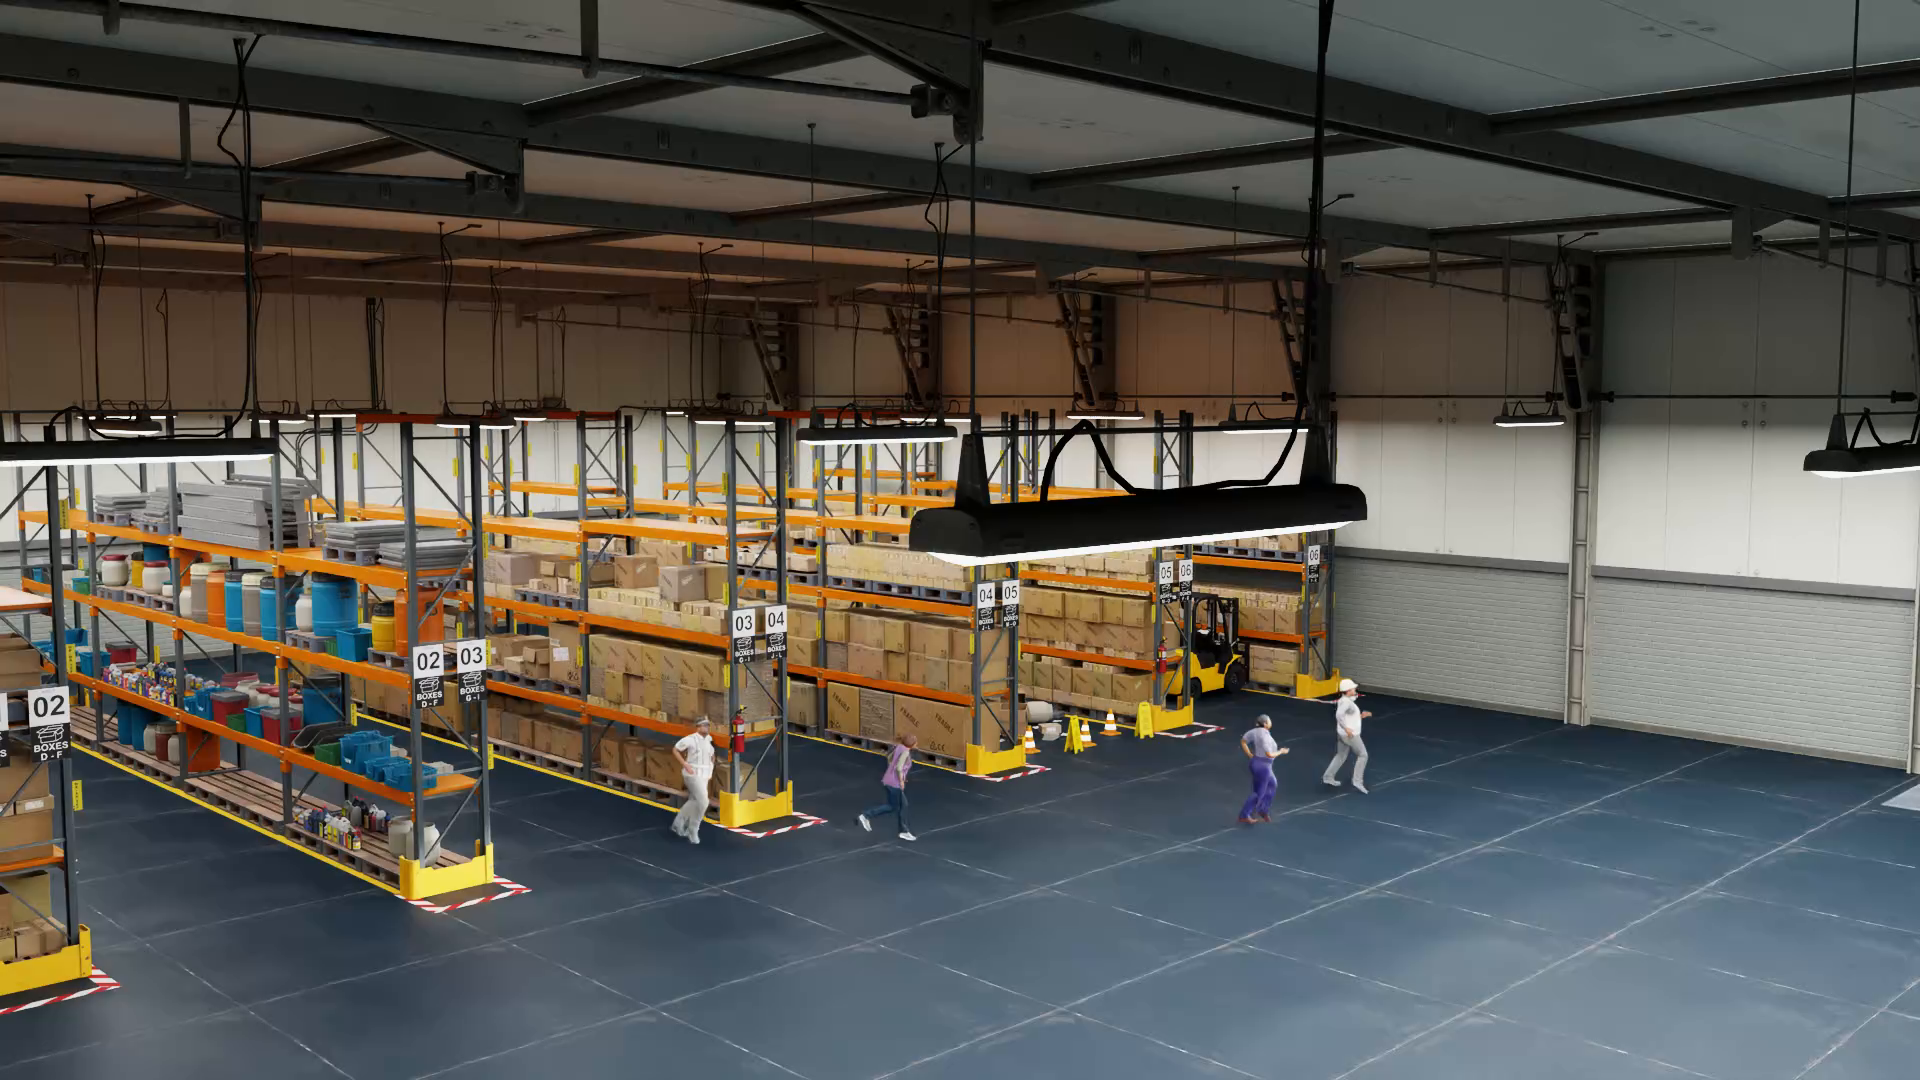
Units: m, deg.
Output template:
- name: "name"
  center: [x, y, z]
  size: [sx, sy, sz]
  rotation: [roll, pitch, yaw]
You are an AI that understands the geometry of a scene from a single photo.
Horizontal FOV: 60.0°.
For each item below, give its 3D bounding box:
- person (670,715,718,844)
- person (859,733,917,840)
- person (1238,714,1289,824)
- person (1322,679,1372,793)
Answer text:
- name: "person"
  center: [-3.798, 3.412, 23.840]
  size: [0.685, 1.833, 0.671]
  rotation: [2, 5, 23]
- name: "person"
  center: [-1.024, 3.532, 23.689]
  size: [0.862, 1.548, 0.548]
  rotation: [-2, 5, -19]
- name: "person"
  center: [4.459, 3.397, 24.509]
  size: [0.748, 1.687, 0.554]
  rotation: [-1, 5, -8]
- name: "person"
  center: [6.208, 3.140, 26.607]
  size: [0.766, 1.834, 0.625]
  rotation: [0, 5, -3]
